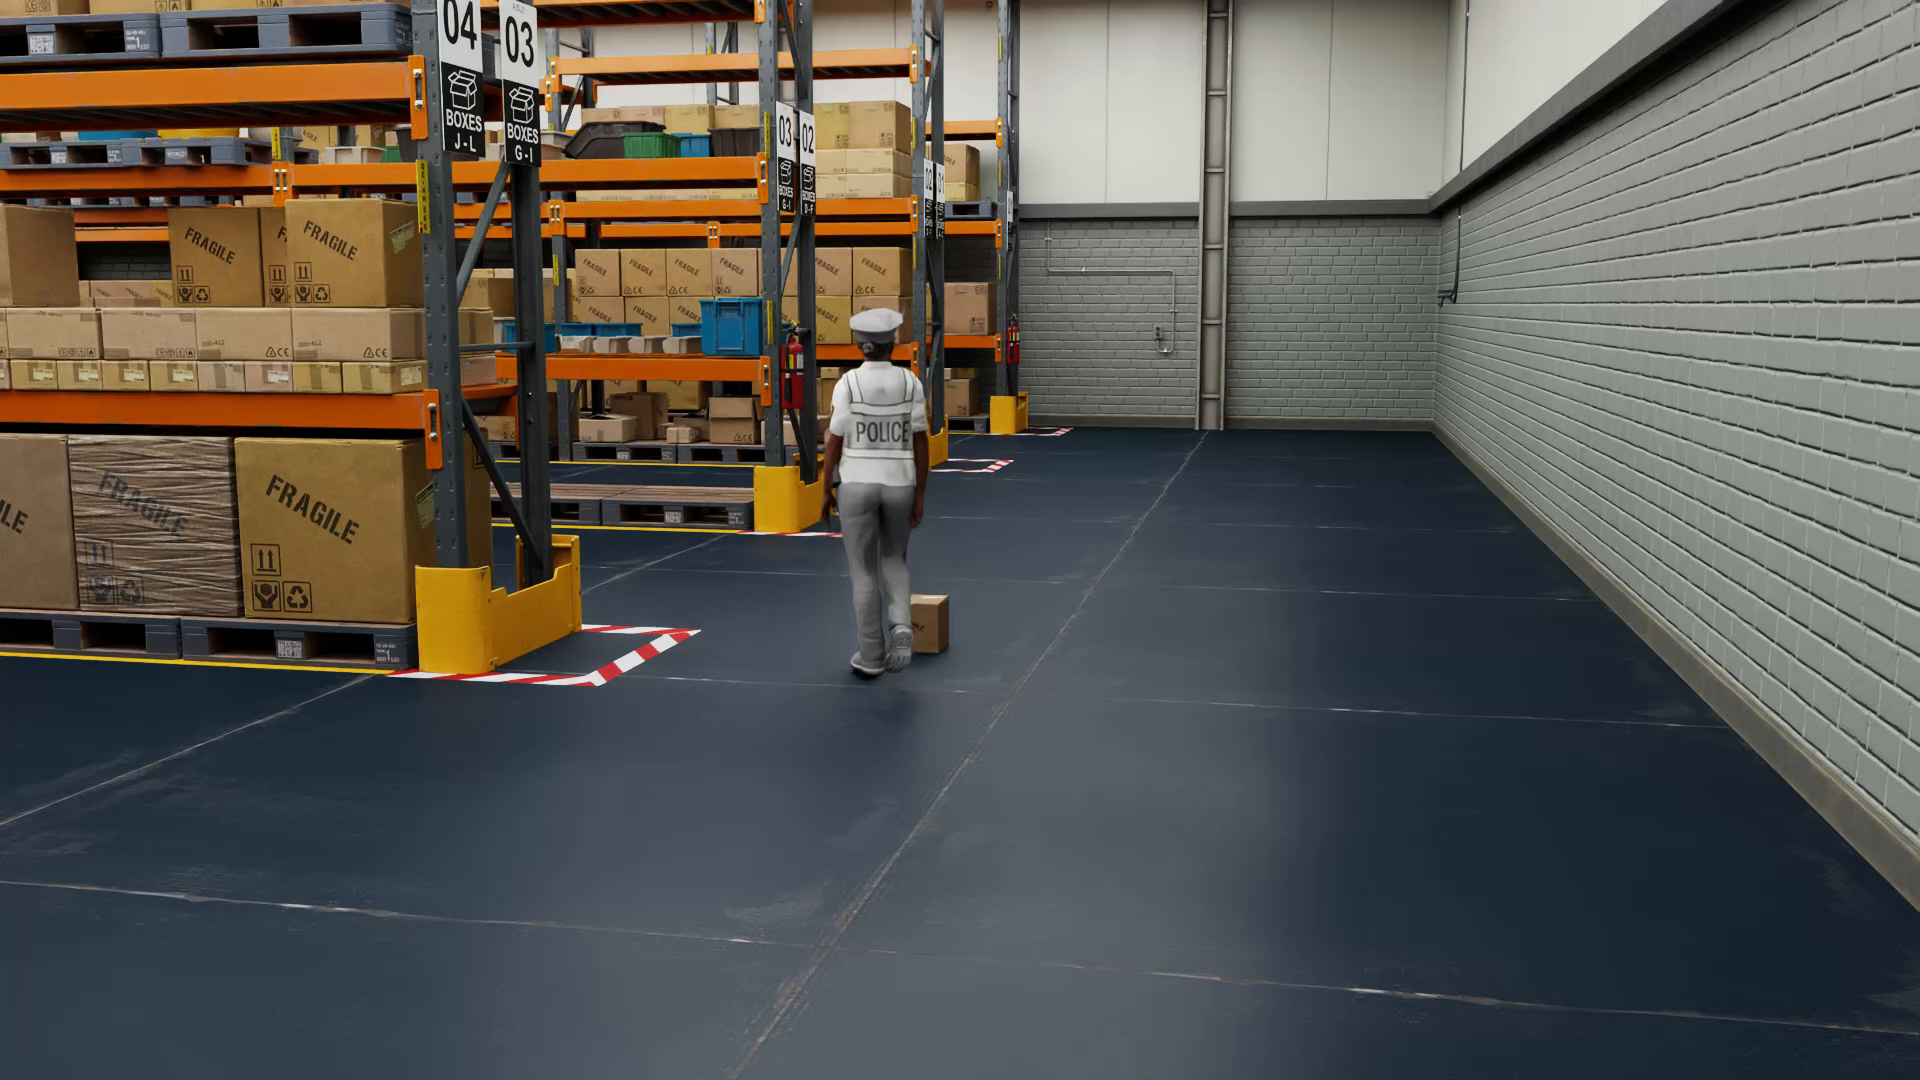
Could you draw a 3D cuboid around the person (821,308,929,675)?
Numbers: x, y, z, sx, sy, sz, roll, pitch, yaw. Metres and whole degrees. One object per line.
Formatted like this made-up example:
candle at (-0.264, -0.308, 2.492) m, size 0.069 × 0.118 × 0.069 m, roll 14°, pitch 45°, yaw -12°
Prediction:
person at (-0.400, -0.216, 7.702) m, size 0.466 × 1.703 × 0.435 m, roll -3°, pitch 9°, yaw -22°
